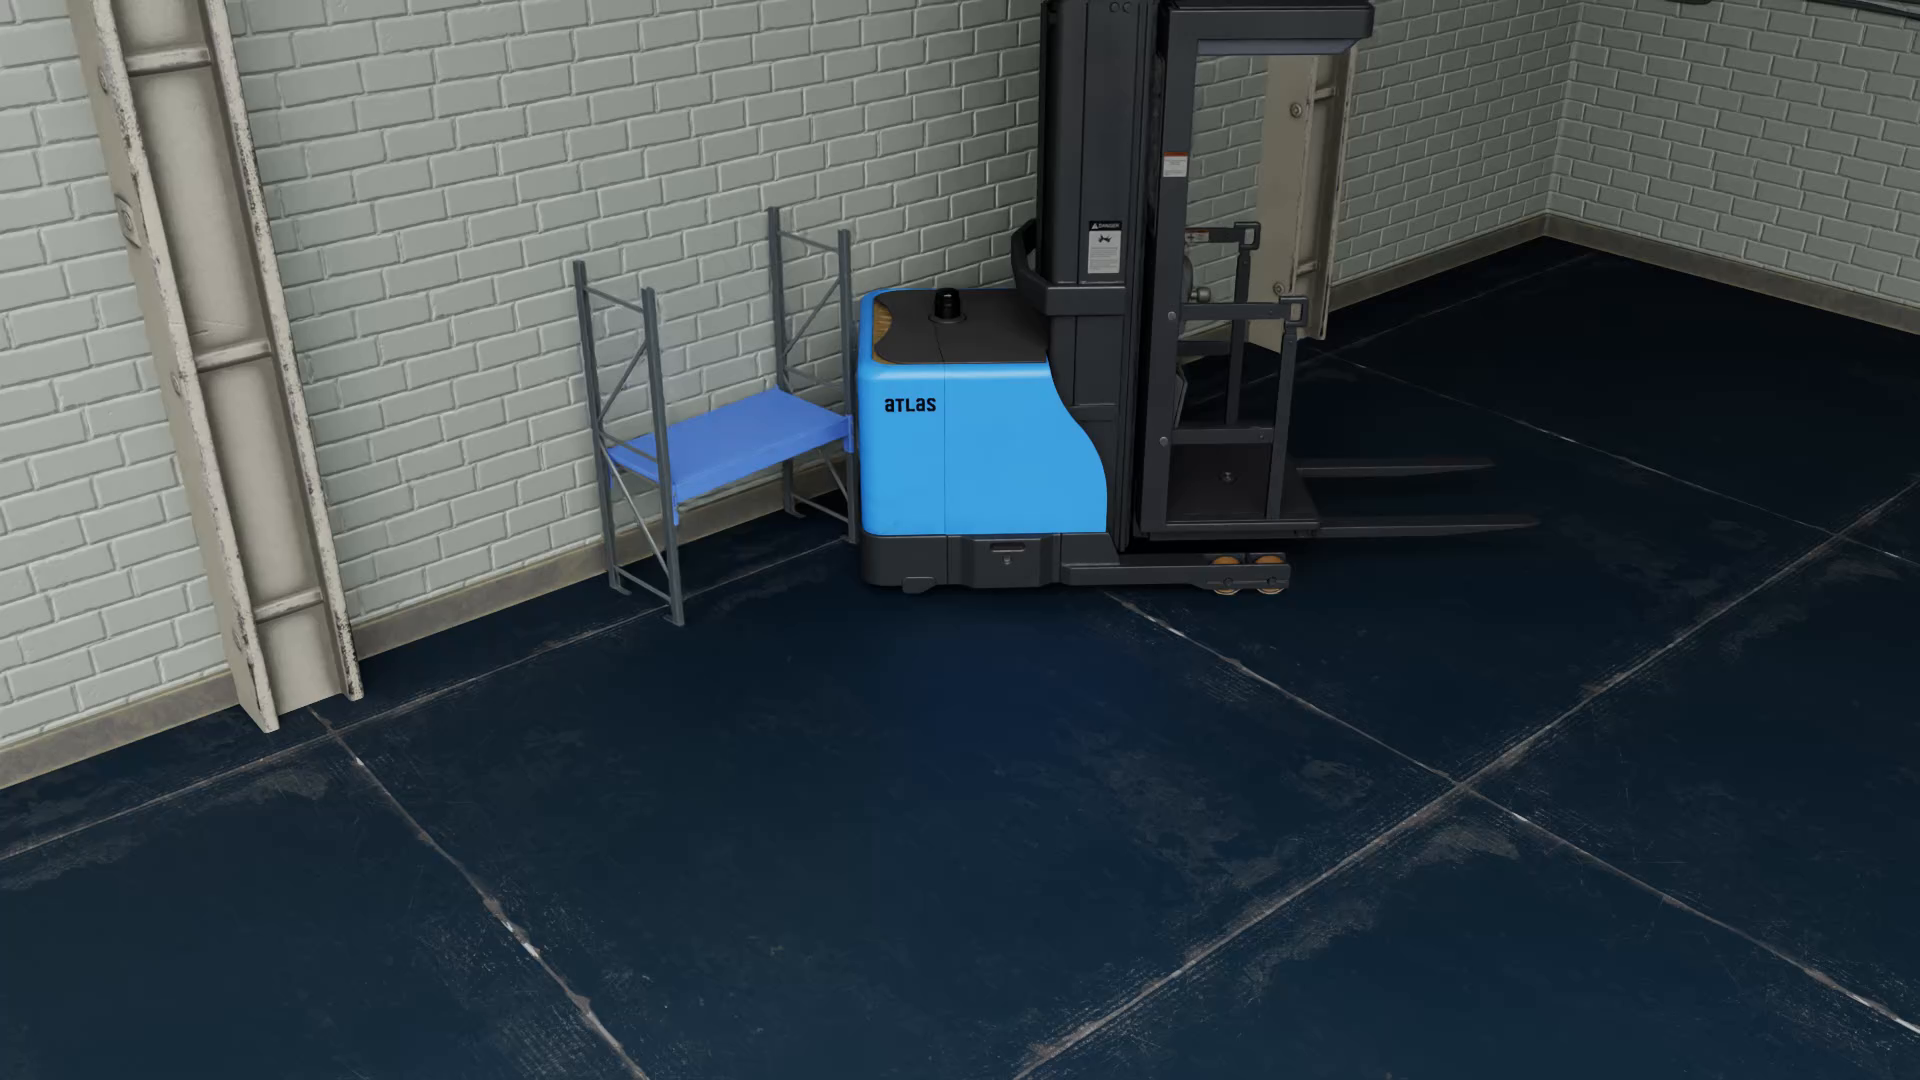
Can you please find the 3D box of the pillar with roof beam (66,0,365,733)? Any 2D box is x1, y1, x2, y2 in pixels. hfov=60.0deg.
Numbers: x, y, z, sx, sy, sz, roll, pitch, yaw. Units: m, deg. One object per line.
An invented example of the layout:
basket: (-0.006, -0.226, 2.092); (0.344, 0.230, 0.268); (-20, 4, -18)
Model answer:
pillar with roof beam: (0.187, -1.800, 1.571); (0.400, 9.000, 9.100); (-22, 35, -35)

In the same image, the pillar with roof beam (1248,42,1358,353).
pillar with roof beam: (4.752, -3.636, 5.005); (0.400, 9.000, 9.100); (-22, 35, -35)

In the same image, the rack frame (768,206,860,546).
rack frame: (-0.654, -0.722, 7.510); (0.500, 1.500, 0.032); (25, 37, 38)

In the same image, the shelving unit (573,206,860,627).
shelving unit: (-1.008, -0.550, 7.187); (0.538, 1.500, 1.048); (25, 37, 38)

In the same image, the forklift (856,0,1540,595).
forklift: (1.062, -1.301, 7.074); (3.031, 2.935, 1.130); (-1, 28, -2)

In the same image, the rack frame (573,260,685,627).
rack frame: (-1.361, -0.378, 6.865); (0.500, 1.500, 0.032); (25, 37, 38)

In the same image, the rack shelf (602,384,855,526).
rack shelf: (-1.008, -0.391, 7.272); (0.538, 0.185, 1.000); (25, 37, 38)
